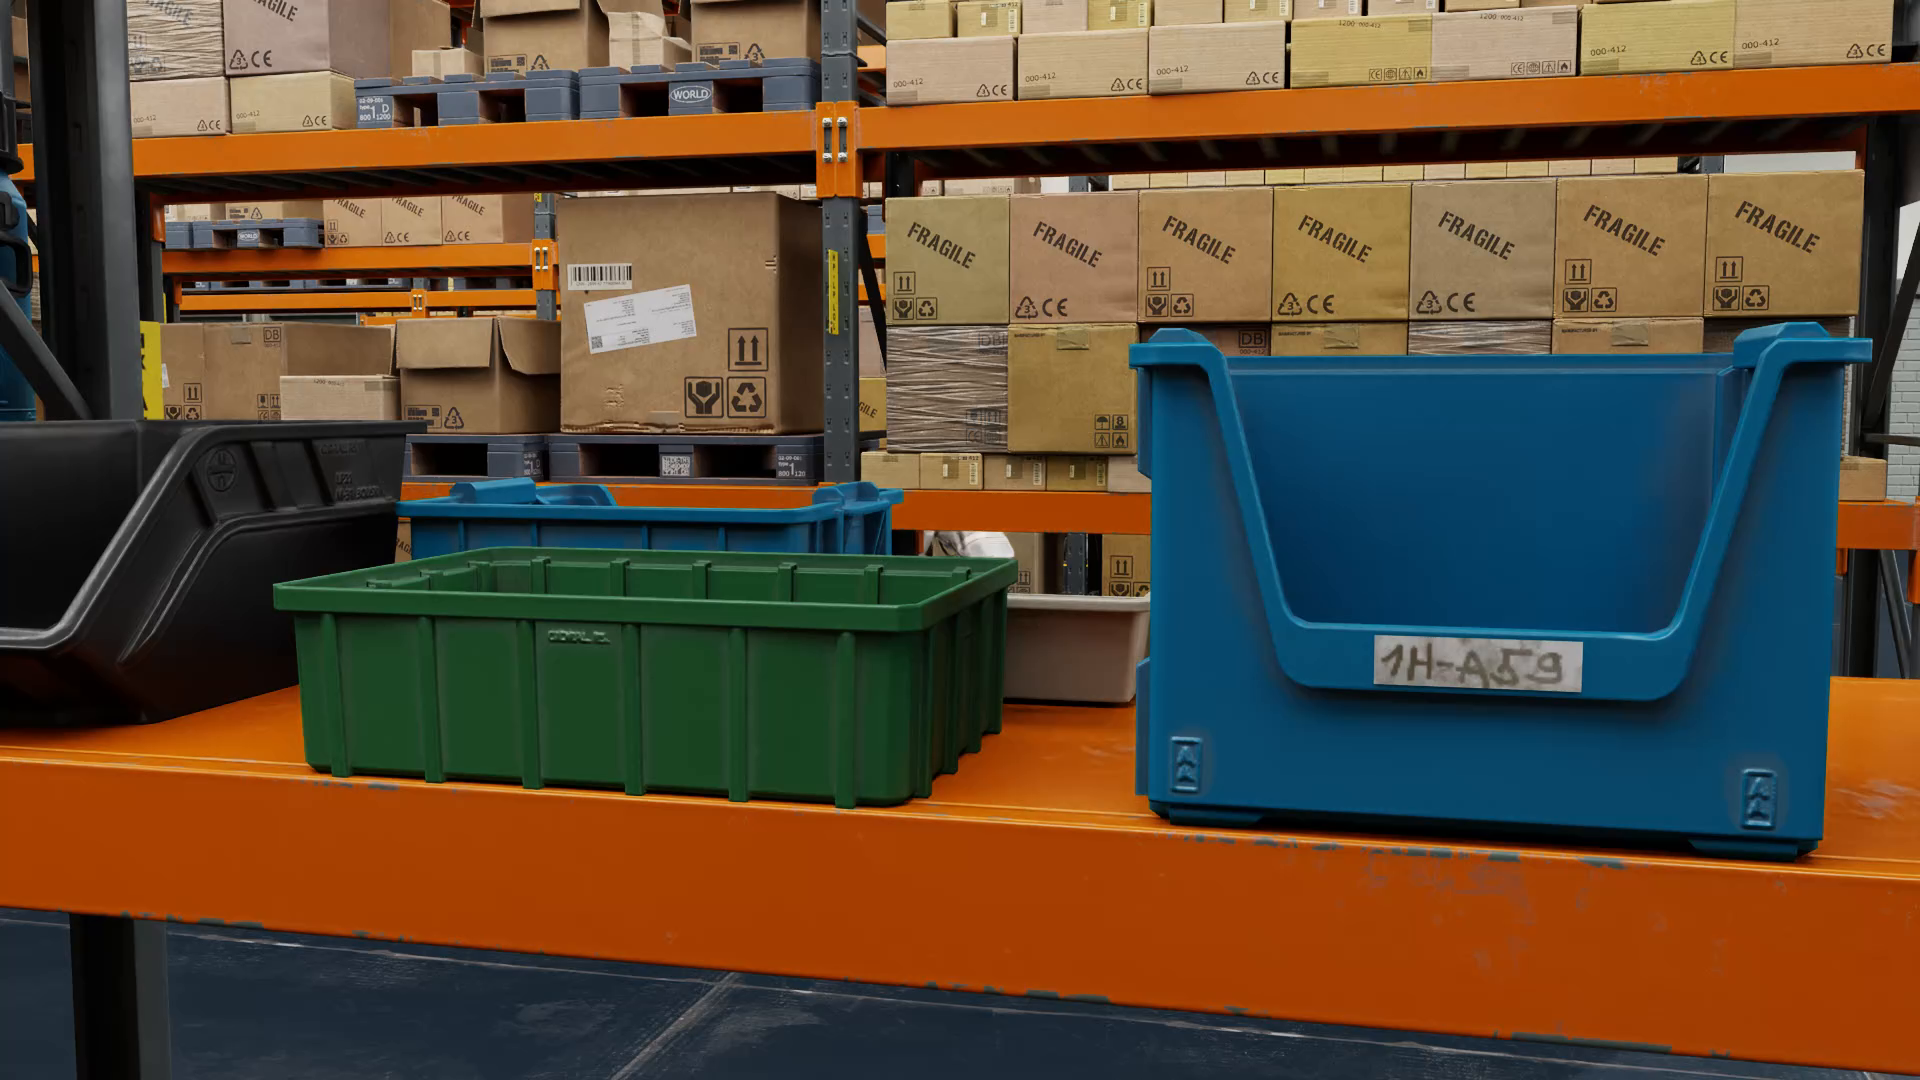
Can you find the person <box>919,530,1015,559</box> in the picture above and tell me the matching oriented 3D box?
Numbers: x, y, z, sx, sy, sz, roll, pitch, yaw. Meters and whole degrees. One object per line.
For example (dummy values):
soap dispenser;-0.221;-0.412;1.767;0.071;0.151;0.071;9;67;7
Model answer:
person;-0.036;0.175;10.446;0.526;1.207;0.787;-5;7;-43
